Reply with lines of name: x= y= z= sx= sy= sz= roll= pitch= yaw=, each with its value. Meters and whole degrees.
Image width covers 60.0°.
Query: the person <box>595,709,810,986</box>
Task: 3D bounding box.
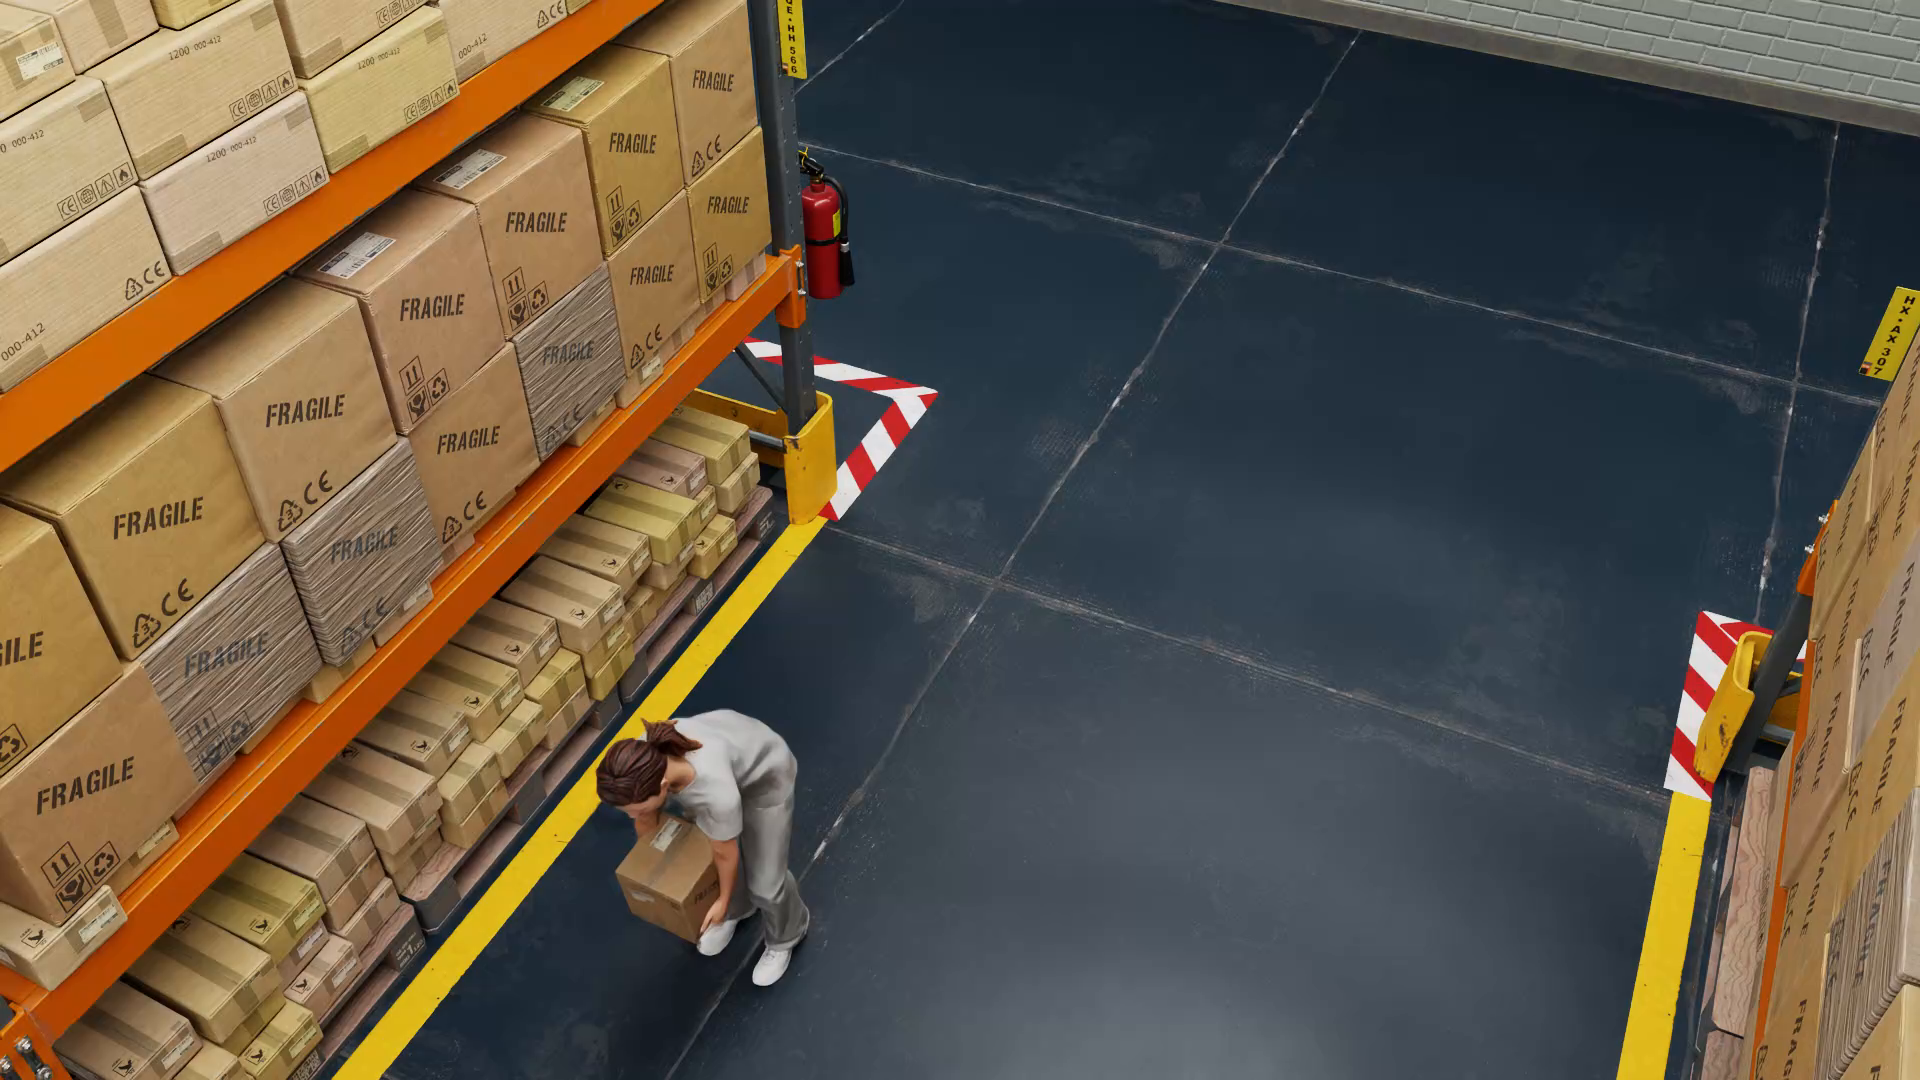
person: x=-0.802 y=0.970 z=5.262 sx=0.408 sy=1.449 sz=0.728 roll=21 pitch=46 yaw=22
